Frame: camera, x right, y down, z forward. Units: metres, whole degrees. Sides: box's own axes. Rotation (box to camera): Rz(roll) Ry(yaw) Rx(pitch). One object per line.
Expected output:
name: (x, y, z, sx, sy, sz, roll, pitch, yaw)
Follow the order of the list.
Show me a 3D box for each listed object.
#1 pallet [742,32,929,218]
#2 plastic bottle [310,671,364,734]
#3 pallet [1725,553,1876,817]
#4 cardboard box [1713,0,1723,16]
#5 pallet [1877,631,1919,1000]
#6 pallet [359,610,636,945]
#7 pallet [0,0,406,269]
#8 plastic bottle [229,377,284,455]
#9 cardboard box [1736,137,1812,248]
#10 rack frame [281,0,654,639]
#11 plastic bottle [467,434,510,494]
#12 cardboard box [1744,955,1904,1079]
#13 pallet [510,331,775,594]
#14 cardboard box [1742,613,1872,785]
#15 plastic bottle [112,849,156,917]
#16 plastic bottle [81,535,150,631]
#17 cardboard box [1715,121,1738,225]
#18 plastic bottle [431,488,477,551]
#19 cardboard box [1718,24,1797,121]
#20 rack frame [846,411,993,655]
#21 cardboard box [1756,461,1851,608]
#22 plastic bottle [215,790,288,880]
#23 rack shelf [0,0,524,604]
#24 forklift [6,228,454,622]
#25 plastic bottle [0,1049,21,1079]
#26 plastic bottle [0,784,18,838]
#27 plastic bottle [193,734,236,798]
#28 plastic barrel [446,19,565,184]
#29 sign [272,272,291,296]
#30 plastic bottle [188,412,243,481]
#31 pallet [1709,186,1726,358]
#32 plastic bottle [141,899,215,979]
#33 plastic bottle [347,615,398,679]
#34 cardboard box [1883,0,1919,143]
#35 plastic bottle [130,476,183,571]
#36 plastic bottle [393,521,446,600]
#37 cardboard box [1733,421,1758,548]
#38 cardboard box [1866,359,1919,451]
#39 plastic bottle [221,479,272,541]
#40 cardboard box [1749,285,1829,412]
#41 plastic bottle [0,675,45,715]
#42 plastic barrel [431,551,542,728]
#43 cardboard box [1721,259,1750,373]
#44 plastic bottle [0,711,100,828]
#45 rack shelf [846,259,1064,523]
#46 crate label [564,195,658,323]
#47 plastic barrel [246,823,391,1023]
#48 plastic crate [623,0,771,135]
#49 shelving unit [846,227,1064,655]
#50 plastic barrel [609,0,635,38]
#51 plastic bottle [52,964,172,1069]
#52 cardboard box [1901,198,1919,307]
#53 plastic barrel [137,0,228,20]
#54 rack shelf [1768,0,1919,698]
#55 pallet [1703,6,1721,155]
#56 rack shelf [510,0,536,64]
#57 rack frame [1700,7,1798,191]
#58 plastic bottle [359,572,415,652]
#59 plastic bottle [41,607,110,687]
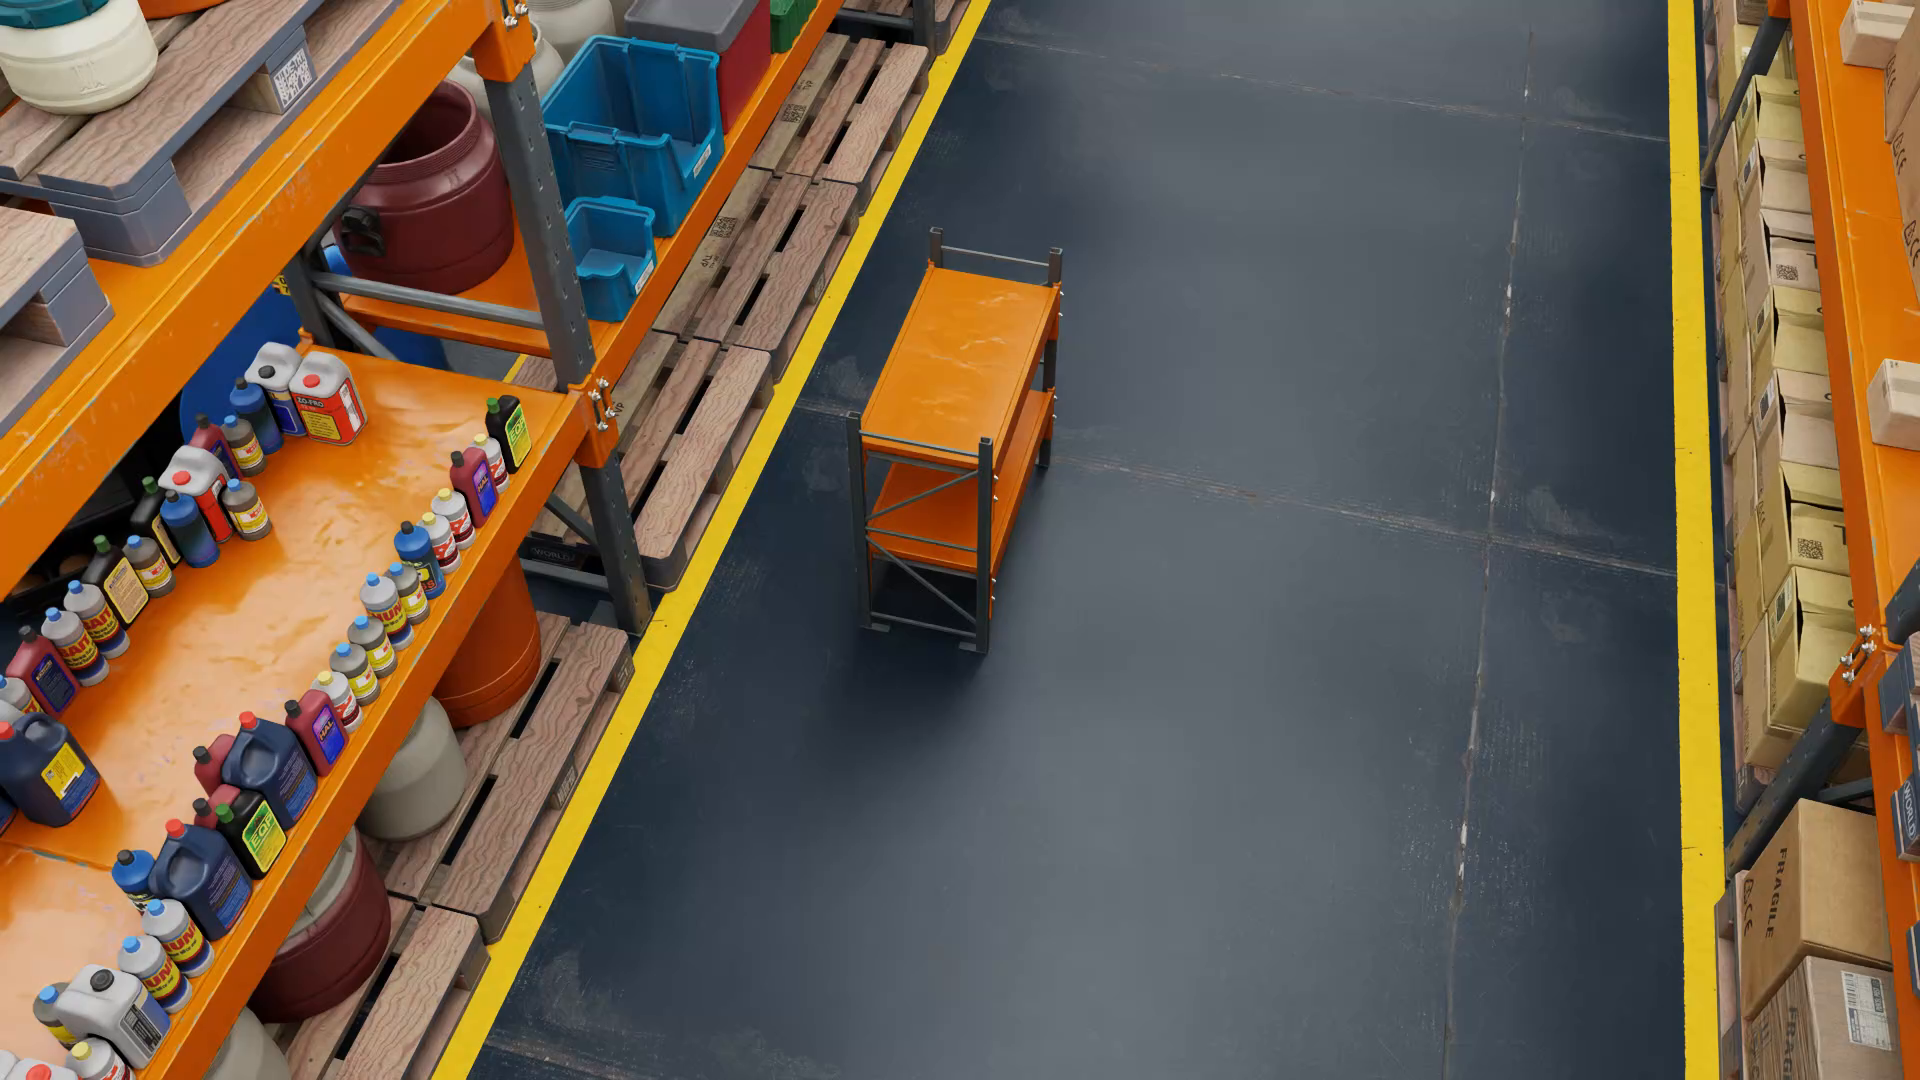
pallet: (-0.798, -2.154, 8.429, 1.003, 0.211, 1.213, 12, 50, 10)
plastic bottle: (-1.664, 0.423, 4.428, 0.097, 0.201, 0.097, 0, 49, 0)
pallet: (3.351, 0.556, 6.038, 1.003, 0.211, 1.213, 12, 50, 10)
cardboard box: (4.319, -3.005, 8.874, 0.500, 0.250, 0.500, 12, 50, 10)
pallet: (2.986, 0.788, 4.100, 1.213, 0.211, 1.003, 12, 50, 10)
pallet: (-1.849, 0.742, 5.873, 1.003, 0.211, 1.213, 12, 50, 10)
pallet: (-1.977, -1.156, 3.813, 1.003, 0.211, 1.213, 12, 50, 10)
plastic bottle: (-2.164, -0.389, 5.098, 0.097, 0.271, 0.097, 0, 49, 0)
cardboard box: (3.663, -1.476, 7.151, 0.500, 0.311, 0.500, 11, 49, 10)
rack frame: (-1.681, -0.760, 5.339, 1.000, 3.000, 0.127, 12, 50, 10)
plastic bottle: (-1.424, -0.237, 5.010, 0.097, 0.201, 0.097, 0, 49, 0)
cardboard box: (2.569, 1.555, 4.670, 0.500, 0.500, 0.500, 10, 49, 9)
pallet: (-1.440, -0.389, 6.872, 1.003, 0.211, 1.213, 12, 50, 10)
cardboard box: (3.000, 0.563, 5.725, 0.500, 0.250, 0.500, 13, 50, 11)
plastic bottle: (-1.971, 0.831, 4.020, 0.097, 0.271, 0.097, 0, 49, 0)
plastic bottle: (-2.369, 0.118, 4.642, 0.061, 0.283, 0.133, 12, 50, 10)
cardboard box: (3.804, -1.659, 7.686, 0.500, 0.250, 0.500, 10, 49, 9)
plastic bottle: (-1.485, -0.070, 4.863, 0.097, 0.201, 0.097, 0, 49, 0)
cardboard box: (4.060, -2.280, 8.235, 0.500, 0.250, 0.500, 12, 50, 10)
rack frame: (-0.136, 0.000, 5.918, 0.500, 1.125, 0.032, 12, 50, 10)
cardboard box: (3.127, 0.001, 5.847, 0.500, 0.311, 0.500, 11, 49, 9)
plastic bottle: (-1.761, 0.713, 4.117, 0.061, 0.283, 0.133, 12, 50, 10)
rack shelf: (-2.208, -0.067, 3.207, 1.077, 0.370, 4.000, 12, 50, 10)
forklift: (-3.606, -1.127, 5.709, 3.031, 2.935, 1.130, -27, 54, -22)
plastic bottle: (-2.148, 1.215, 3.678, 0.152, 0.276, 0.135, 12, 50, 10)
plastic bottle: (-2.518, 0.624, 4.150, 0.144, 0.351, 0.185, 12, 50, 10)
plastic bottle: (-1.865, 0.588, 4.227, 0.061, 0.283, 0.133, 12, 50, 10)
plastic barrel: (-1.617, -1.583, 5.991, 0.421, 0.512, 0.421, 0, 49, 0)
sign: (-2.214, -0.917, 5.369, 0.100, 0.325, 0.005, 12, 50, 10)
plastic bottle: (-2.238, -0.243, 4.960, 0.061, 0.283, 0.133, 12, 50, 10)
pallet: (3.993, -1.209, 7.595, 1.003, 0.211, 1.213, 12, 50, 10)
plastic bottle: (-1.857, 0.930, 3.933, 0.097, 0.271, 0.097, 0, 49, 0)
plastic bottle: (-1.613, 0.282, 4.552, 0.097, 0.201, 0.097, 0, 49, 0)
cardboard box: (3.793, -1.772, 6.166, 0.500, 0.500, 0.500, 15, 50, 13)
plastic bottle: (-2.308, -0.049, 4.789, 0.061, 0.283, 0.133, 12, 50, 10)
plastic bottle: (-1.536, 0.047, 4.712, 0.097, 0.271, 0.097, 0, 49, 0)
cardboard box: (3.267, -0.174, 6.375, 0.500, 0.250, 0.500, 13, 50, 11)
cardboard box: (3.067, -0.401, 5.190, 0.380, 0.149, 0.250, 12, 50, 10)
plastic bottle: (-2.104, -0.099, 4.888, 0.097, 0.201, 0.097, 0, 49, 0)
cardboard box: (3.397, -0.725, 6.488, 0.500, 0.311, 0.500, 13, 50, 11)
plastic bottle: (-2.468, 0.446, 4.360, 0.097, 0.271, 0.097, 0, 49, 0)
plastic barrel: (-1.794, 0.177, 5.679, 0.600, 0.830, 0.708, 12, 50, 10)
cardboard box: (3.535, -0.914, 7.029, 0.500, 0.250, 0.500, 10, 49, 9)
plastic bottle: (-2.336, 0.557, 4.210, 0.144, 0.351, 0.185, 12, 50, 10)
rack shelf: (-0.002, -0.561, 6.023, 0.538, 0.278, 1.000, 12, 50, 10)
crate label: (-1.209, -0.935, 5.605, 0.303, 0.233, 0.416, 12, 50, 10)
plastic barrel: (-2.091, 1.074, 5.049, 0.600, 0.588, 0.708, 12, 50, 10)
plastic crate: (-0.961, -1.889, 6.293, 0.402, 0.464, 0.583, 12, 50, 10)
shelving unit: (-0.002, -0.367, 6.243, 0.538, 1.125, 1.048, 12, 50, 10)
plastic barrel: (-1.399, -2.205, 6.524, 0.433, 0.535, 0.433, 0, 49, 0)
plastic bottle: (-1.940, 1.078, 3.800, 0.152, 0.276, 0.135, 12, 50, 10)
cardboard box: (3.522, -1.029, 5.510, 0.500, 0.500, 0.500, 9, 49, 8)
plastic barrel: (-1.834, -1.623, 3.534, 0.600, 0.830, 0.708, 12, 50, 10)
rack shelf: (3.623, -0.988, 6.020, 1.077, 0.370, 4.000, 12, 50, 10)
pallet: (4.399, -2.317, 8.573, 1.003, 0.211, 1.213, 12, 50, 10)
rack shelf: (-1.155, -2.961, 5.760, 1.077, 0.370, 4.000, 12, 50, 10)
rack frame: (4.149, -2.673, 7.027, 1.000, 3.000, 0.127, 12, 50, 10)
plastic bottle: (-1.587, 0.188, 4.588, 0.097, 0.271, 0.097, 0, 49, 0)
plastic bottle: (-2.407, 0.279, 4.508, 0.097, 0.271, 0.097, 0, 49, 0)
